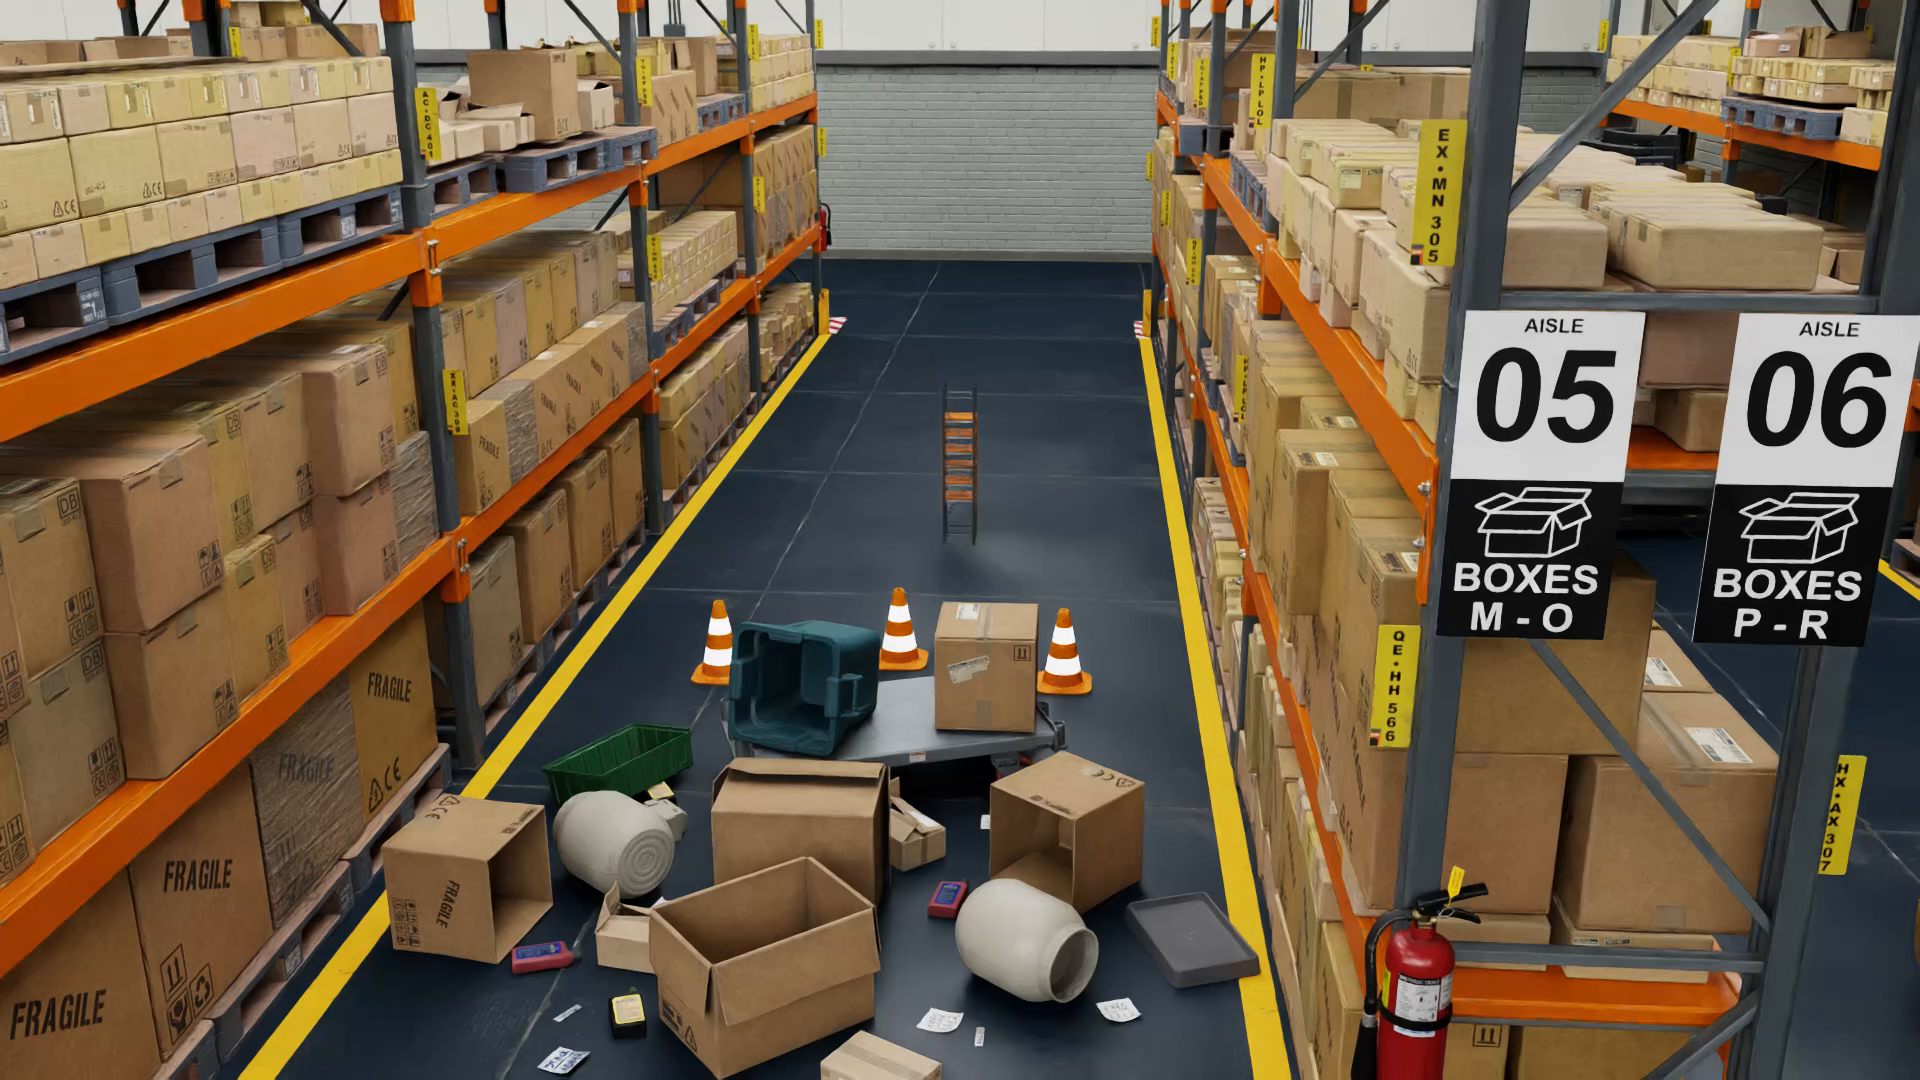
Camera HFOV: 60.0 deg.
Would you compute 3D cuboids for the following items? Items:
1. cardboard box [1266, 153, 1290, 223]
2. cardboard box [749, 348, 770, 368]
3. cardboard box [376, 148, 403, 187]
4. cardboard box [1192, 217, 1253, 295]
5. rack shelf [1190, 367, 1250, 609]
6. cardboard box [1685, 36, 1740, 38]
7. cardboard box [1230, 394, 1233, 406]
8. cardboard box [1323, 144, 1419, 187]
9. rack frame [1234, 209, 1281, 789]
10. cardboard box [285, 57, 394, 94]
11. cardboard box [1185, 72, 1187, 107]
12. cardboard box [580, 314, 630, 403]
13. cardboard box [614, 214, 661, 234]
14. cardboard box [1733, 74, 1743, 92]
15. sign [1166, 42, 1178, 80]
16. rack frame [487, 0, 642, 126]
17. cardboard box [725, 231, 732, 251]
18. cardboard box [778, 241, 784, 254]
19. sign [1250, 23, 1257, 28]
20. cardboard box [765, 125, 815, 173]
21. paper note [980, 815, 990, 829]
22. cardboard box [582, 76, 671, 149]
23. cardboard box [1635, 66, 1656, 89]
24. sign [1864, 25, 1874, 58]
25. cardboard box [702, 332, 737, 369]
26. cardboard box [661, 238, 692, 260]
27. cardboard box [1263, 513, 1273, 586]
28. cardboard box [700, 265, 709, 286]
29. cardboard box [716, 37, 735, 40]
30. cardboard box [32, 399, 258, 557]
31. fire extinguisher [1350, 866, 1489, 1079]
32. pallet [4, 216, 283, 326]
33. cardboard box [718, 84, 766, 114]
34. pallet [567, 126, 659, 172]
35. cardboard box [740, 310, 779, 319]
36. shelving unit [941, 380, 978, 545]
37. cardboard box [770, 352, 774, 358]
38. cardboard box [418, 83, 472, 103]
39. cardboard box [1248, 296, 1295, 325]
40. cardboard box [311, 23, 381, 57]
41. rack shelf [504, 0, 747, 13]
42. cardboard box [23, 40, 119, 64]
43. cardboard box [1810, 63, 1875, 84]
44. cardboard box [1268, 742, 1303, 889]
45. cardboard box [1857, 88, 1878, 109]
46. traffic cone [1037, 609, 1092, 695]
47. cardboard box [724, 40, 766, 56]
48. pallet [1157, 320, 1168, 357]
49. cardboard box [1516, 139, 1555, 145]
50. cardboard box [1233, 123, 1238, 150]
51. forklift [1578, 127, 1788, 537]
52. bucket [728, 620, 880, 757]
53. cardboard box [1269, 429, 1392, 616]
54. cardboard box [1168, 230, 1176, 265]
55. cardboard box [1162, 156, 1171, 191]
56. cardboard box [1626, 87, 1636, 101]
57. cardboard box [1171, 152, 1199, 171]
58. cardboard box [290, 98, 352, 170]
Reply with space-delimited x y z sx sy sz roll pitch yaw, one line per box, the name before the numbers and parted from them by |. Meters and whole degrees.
cardboard box | 1.613 -1.524 7.203 0.500 0.250 0.500 1 18 3
cardboard box | -2.108 -1.814 16.570 0.380 0.149 0.250 2 18 6
cardboard box | -2.734 -1.671 7.457 0.380 0.149 0.250 1 18 4
cardboard box | 1.981 -2.091 12.219 0.500 0.500 0.500 1 18 2
rack shelf | 2.061 -0.438 10.099 1.077 0.370 4.000 1 18 4
cardboard box | 7.938 -5.204 17.630 0.500 0.250 0.500 1 18 2
cardboard box | 1.831 -0.884 10.032 0.380 0.149 0.250 2 18 6
cardboard box | 1.531 -1.348 6.025 0.380 0.149 0.250 1 18 3
rack frame | 1.918 -0.159 8.091 1.000 3.000 0.127 1 18 4
cardboard box | -2.735 -2.050 7.331 0.380 0.149 0.250 1 18 3
cardboard box | 2.011 -3.645 13.455 0.396 0.266 0.258 3 18 8
cardboard box | -2.542 -1.227 11.191 0.500 0.500 0.500 1 18 4
cardboard box | -2.954 -2.887 15.190 0.380 0.149 0.250 2 18 5
cardboard box | 7.024 -4.003 14.575 0.380 0.149 0.250 2 18 5
sign | 1.937 -4.364 15.151 0.100 0.325 0.005 1 18 4
rack frame | -2.740 -4.331 11.190 1.000 3.000 0.127 1 18 4
cardboard box | -2.303 -2.735 15.203 0.380 0.149 0.250 1 18 4
cardboard box | -2.061 -3.094 17.452 0.380 0.149 0.250 2 18 6
sign | 3.318 -5.678 18.823 0.100 0.325 0.005 1 18 4
cardboard box | -1.951 -4.482 19.039 0.500 0.500 0.500 1 18 3
paper note | 0.178 1.378 8.168 0.148 0.019 0.142 1 18 4
cardboard box | -2.434 -3.125 12.165 0.500 0.500 0.500 1 18 4
cardboard box | 7.360 -4.823 17.271 0.500 0.250 0.500 1 18 2
sign | 7.996 -4.381 14.696 0.100 0.325 0.005 1 18 4
cardboard box | -2.305 -1.695 14.913 0.500 0.250 0.500 2 18 7
cardboard box | -2.421 -2.391 13.676 0.380 0.149 0.250 2 18 6
cardboard box | 1.595 -0.061 7.154 0.500 0.500 0.500 1 18 4
cardboard box | -2.375 -2.271 14.264 0.380 0.149 0.250 2 18 6
cardboard box | -2.558 -5.169 17.362 0.380 0.149 0.250 2 18 6
cardboard box | -3.217 -0.206 6.259 0.875 0.550 0.500 1 18 4
fire extinguisher | 1.163 1.145 4.235 0.296 0.674 0.183 1 18 4
pallet | -3.186 -0.990 5.952 1.003 0.211 1.213 1 18 4
cardboard box | -2.157 -4.215 15.893 0.500 0.250 0.500 2 18 7
pallet | -2.733 -2.615 11.073 1.213 0.211 1.003 2 18 6
cardboard box | -2.141 -2.362 17.762 0.380 0.149 0.250 1 18 2
shelving unit | -0.001 -0.566 12.222 0.258 1.200 0.189 1 18 4
cardboard box | -2.122 -1.835 17.109 0.380 0.149 0.250 1 18 4
cardboard box | -3.084 -2.576 9.957 0.500 0.311 0.500 1 18 3
cardboard box | 1.762 -1.219 8.970 0.380 0.149 0.250 1 18 2
cardboard box | -7.090 -5.665 19.080 0.700 0.500 0.500 0 18 1
rack shelf | -2.597 -4.421 13.260 1.077 0.370 4.000 1 18 4
cardboard box | -7.555 -3.932 13.947 0.797 0.503 0.637 1 18 3
cardboard box | 6.932 -3.666 13.067 0.380 0.149 0.250 1 18 4
cardboard box | 1.541 1.096 6.797 0.500 0.500 0.500 2 18 7
cardboard box | 7.059 -3.350 12.613 0.380 0.149 0.250 2 18 6
traffic cone | 0.610 0.630 9.757 0.336 0.463 0.334 1 18 4
cardboard box | -2.113 -4.832 16.332 0.380 0.149 0.250 1 18 2
pallet | 2.799 -2.311 19.136 1.003 0.211 1.213 1 18 4
cardboard box | 2.053 -1.417 6.235 0.380 0.149 0.250 1 18 3
cardboard box | 1.994 -2.590 10.908 0.396 0.266 0.258 1 18 4
forklift | 5.359 -1.579 12.536 3.031 2.935 1.130 -2 18 -6
bucket | -0.737 0.689 8.320 0.726 0.611 0.620 8 10 23
cardboard box | 1.427 -0.062 5.551 0.700 0.500 0.500 1 18 3
cardboard box | 2.178 -2.680 15.222 0.500 0.250 0.500 1 18 2
cardboard box | 2.321 -3.635 16.932 0.500 0.500 0.500 2 18 5
cardboard box | 7.326 -4.752 17.695 0.380 0.149 0.250 2 18 5
cardboard box | 2.196 -3.577 15.715 0.380 0.149 0.250 1 18 3
cardboard box | -2.843 -1.665 6.798 0.500 0.250 0.500 1 18 4
